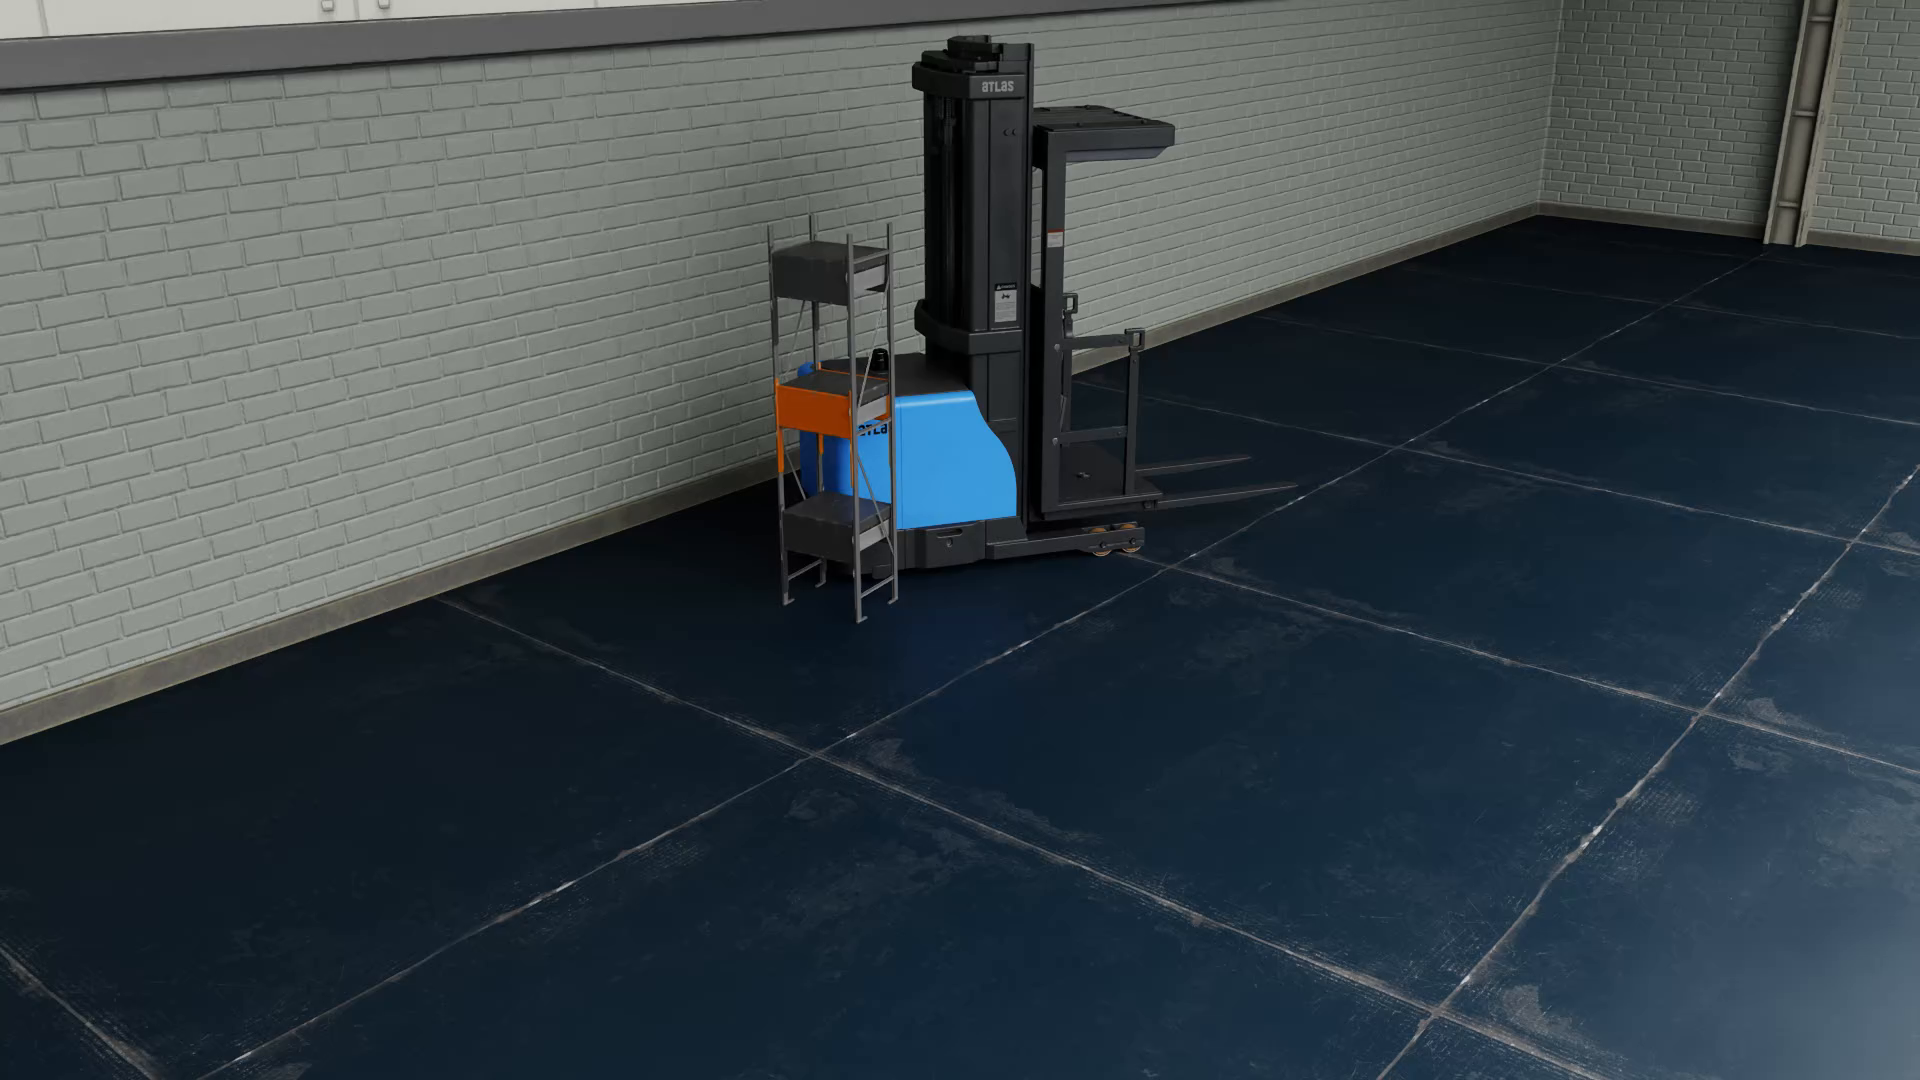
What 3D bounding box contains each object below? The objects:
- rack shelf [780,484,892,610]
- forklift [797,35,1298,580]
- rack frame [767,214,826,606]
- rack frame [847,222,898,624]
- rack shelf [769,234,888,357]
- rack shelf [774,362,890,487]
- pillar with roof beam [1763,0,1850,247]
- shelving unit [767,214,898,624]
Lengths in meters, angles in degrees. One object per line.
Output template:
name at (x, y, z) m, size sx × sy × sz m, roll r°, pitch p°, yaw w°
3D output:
rack shelf at (-0.665, 0.032, 9.130) m, size 0.480 × 0.518 × 0.431 m, roll 12°, pitch 24°, yaw 28°
forklift at (0.589, -1.443, 9.841) m, size 3.031 × 2.935 × 1.130 m, roll -7°, pitch 22°, yaw -18°
rack frame at (-0.875, -0.679, 8.994) m, size 0.015 × 2.100 × 0.400 m, roll 12°, pitch 24°, yaw 28°
rack frame at (-0.454, -0.592, 8.762) m, size 0.015 × 2.100 × 0.400 m, roll 12°, pitch 24°, yaw 28°
rack shelf at (-0.665, -1.278, 8.636) m, size 0.480 × 0.518 × 0.431 m, roll 12°, pitch 24°, yaw 28°
rack shelf at (-0.665, -0.623, 8.883) m, size 0.480 × 0.518 × 0.431 m, roll 12°, pitch 24°, yaw 28°
pillar with roof beam at (6.848, -6.478, 14.593) m, size 0.400 × 9.000 × 9.100 m, roll 16°, pitch 26°, yaw 36°
shelving unit at (-0.665, -0.636, 8.878) m, size 0.503 × 2.100 × 0.431 m, roll 12°, pitch 24°, yaw 28°
